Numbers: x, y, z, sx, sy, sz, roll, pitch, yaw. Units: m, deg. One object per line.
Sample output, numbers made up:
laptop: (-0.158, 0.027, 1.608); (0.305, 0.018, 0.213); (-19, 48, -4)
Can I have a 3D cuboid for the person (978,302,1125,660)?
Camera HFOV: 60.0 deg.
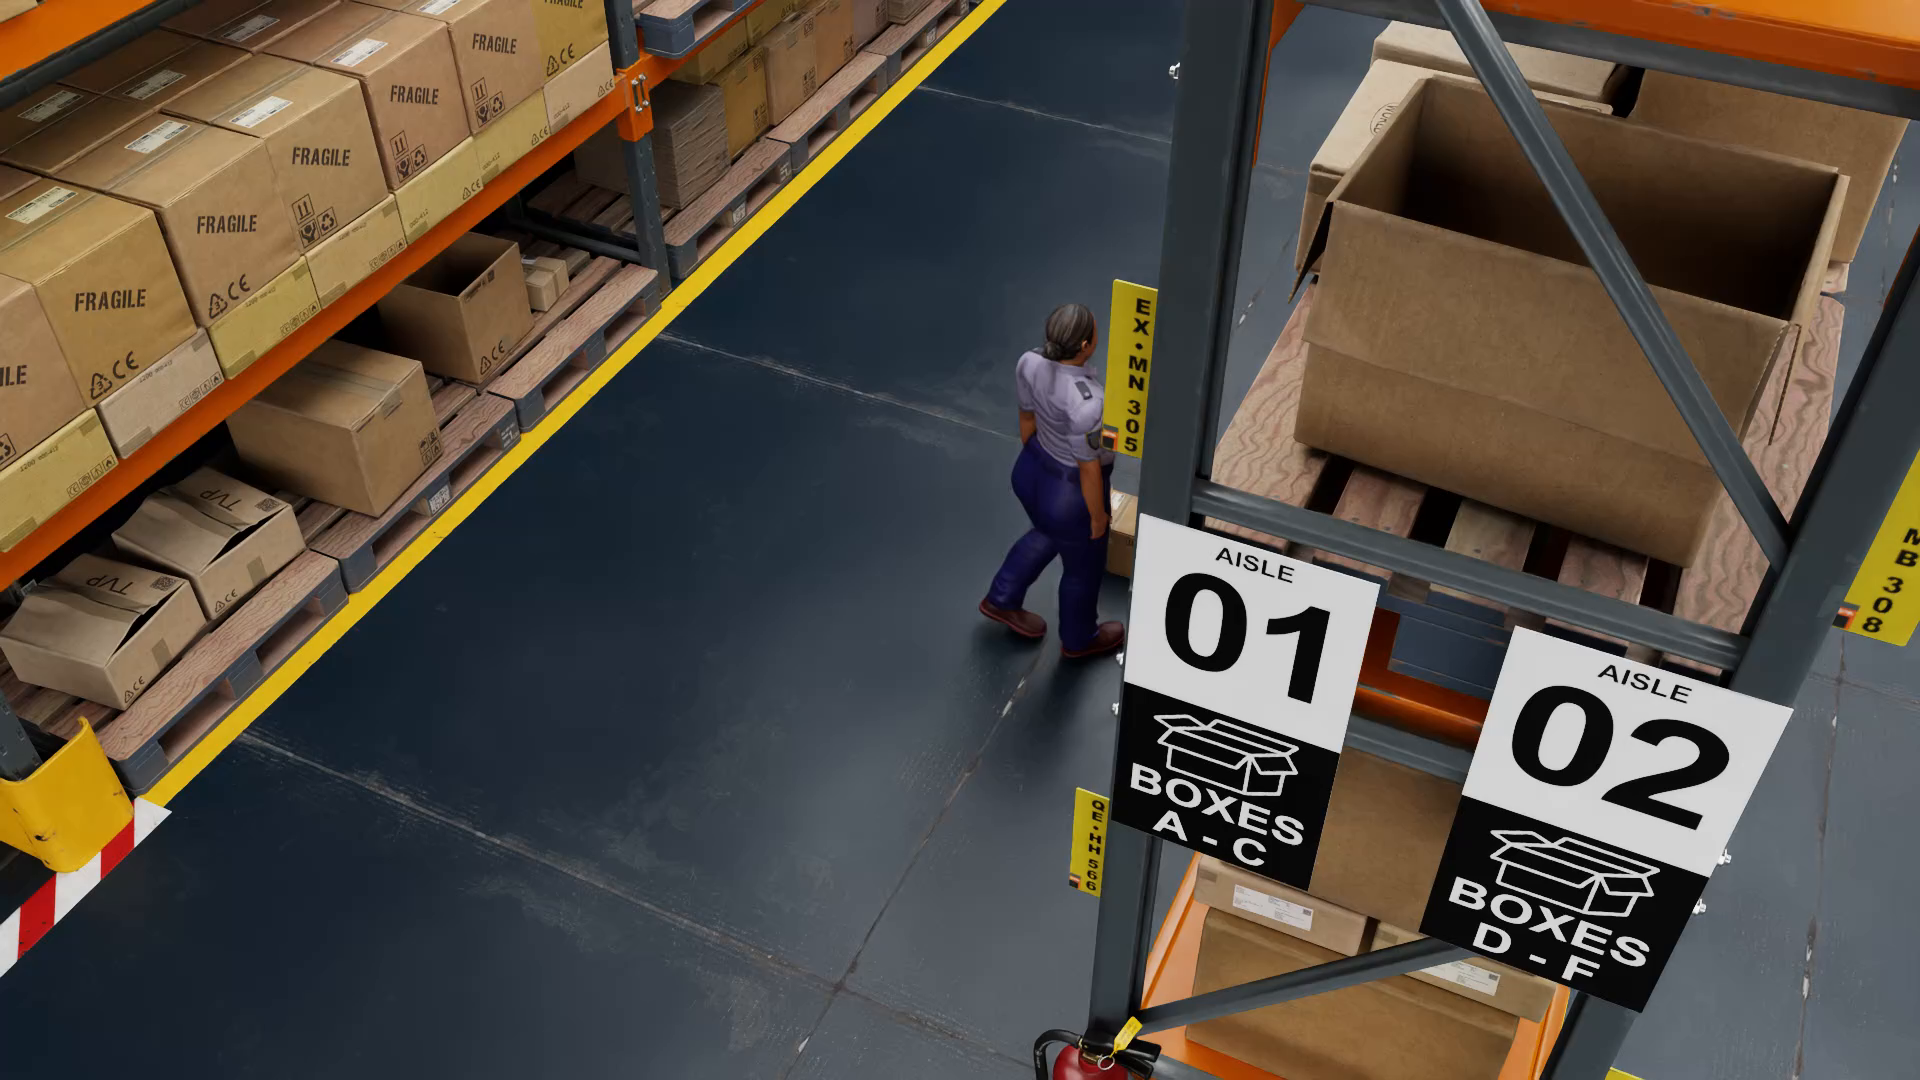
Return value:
person: (0.402, -0.210, 6.385); (0.515, 1.641, 0.481); (-22, 46, -22)
